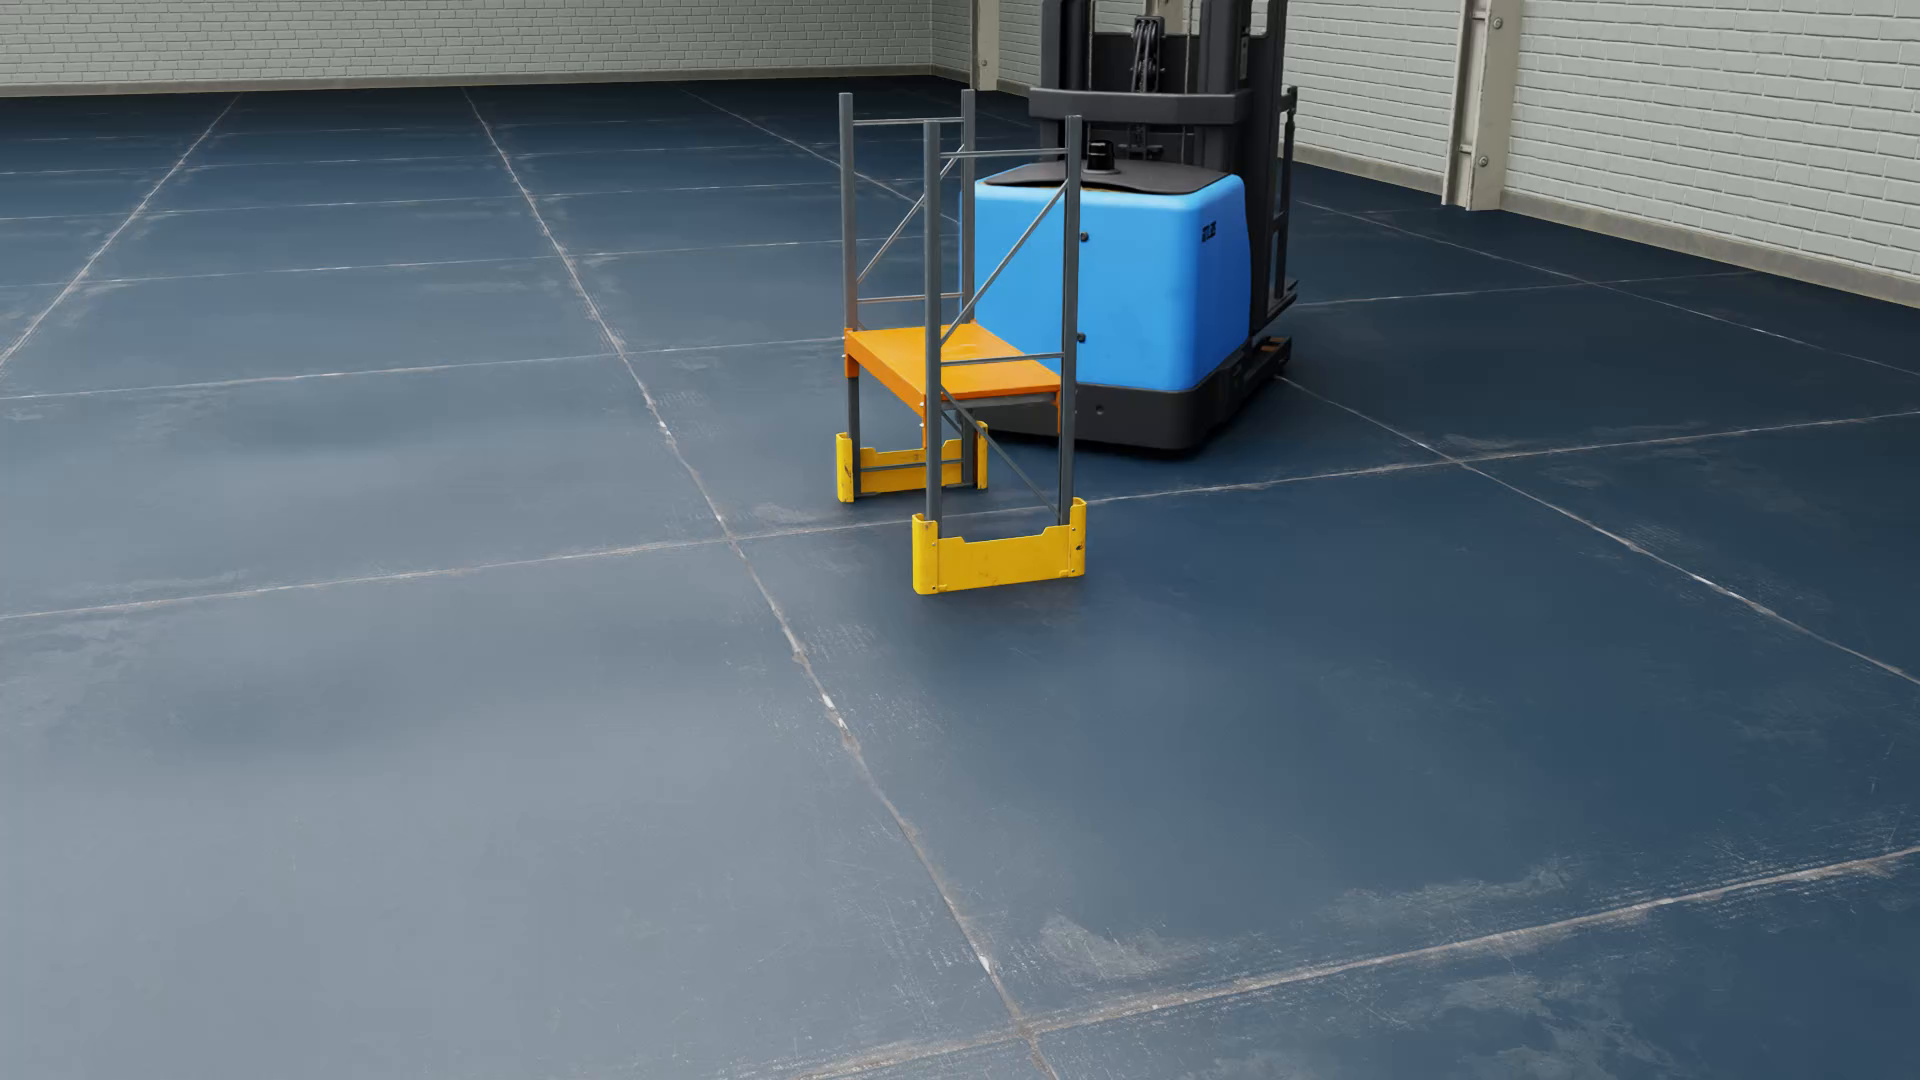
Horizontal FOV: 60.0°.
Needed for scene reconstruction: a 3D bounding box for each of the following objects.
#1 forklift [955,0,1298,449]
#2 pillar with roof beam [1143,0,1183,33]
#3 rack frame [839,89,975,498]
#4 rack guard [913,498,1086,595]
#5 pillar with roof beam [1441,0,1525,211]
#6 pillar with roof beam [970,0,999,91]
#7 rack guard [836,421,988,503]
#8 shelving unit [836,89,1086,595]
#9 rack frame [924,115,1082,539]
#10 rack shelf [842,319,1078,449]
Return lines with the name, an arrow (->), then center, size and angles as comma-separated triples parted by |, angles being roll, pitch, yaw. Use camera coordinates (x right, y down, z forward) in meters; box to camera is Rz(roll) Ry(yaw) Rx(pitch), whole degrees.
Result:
forklift -> 1.006, -2.207, 7.726 | 1.130, 2.935, 3.031 | 8, 21, 21
pillar with roof beam -> -1.850, -8.393, 15.972 | 9.100, 9.000, 0.400 | -6, 21, -17
rack frame -> -0.187, -0.896, 6.193 | 0.500, 1.500, 0.032 | -6, 21, -17
rack guard -> 0.133, 0.018, 5.497 | 0.587, 0.250, 0.087 | -6, 21, -17
pillar with roof beam -> 0.036, -6.468, 10.611 | 9.100, 9.000, 0.400 | -6, 21, -17
pillar with roof beam -> -3.735, -10.319, 21.332 | 9.100, 9.000, 0.400 | -6, 21, -17
rack guard -> -0.181, -0.302, 6.387 | 0.587, 0.250, 0.087 | -6, 21, -17
shelving unit -> -0.024, -0.730, 5.731 | 0.587, 1.500, 1.083 | -6, 21, -17
rack frame -> 0.133, -0.570, 5.285 | 0.500, 1.500, 0.032 | -6, 21, -17
rack shelf -> -0.027, -0.564, 5.800 | 0.538, 0.185, 1.000 | -6, 21, -17
